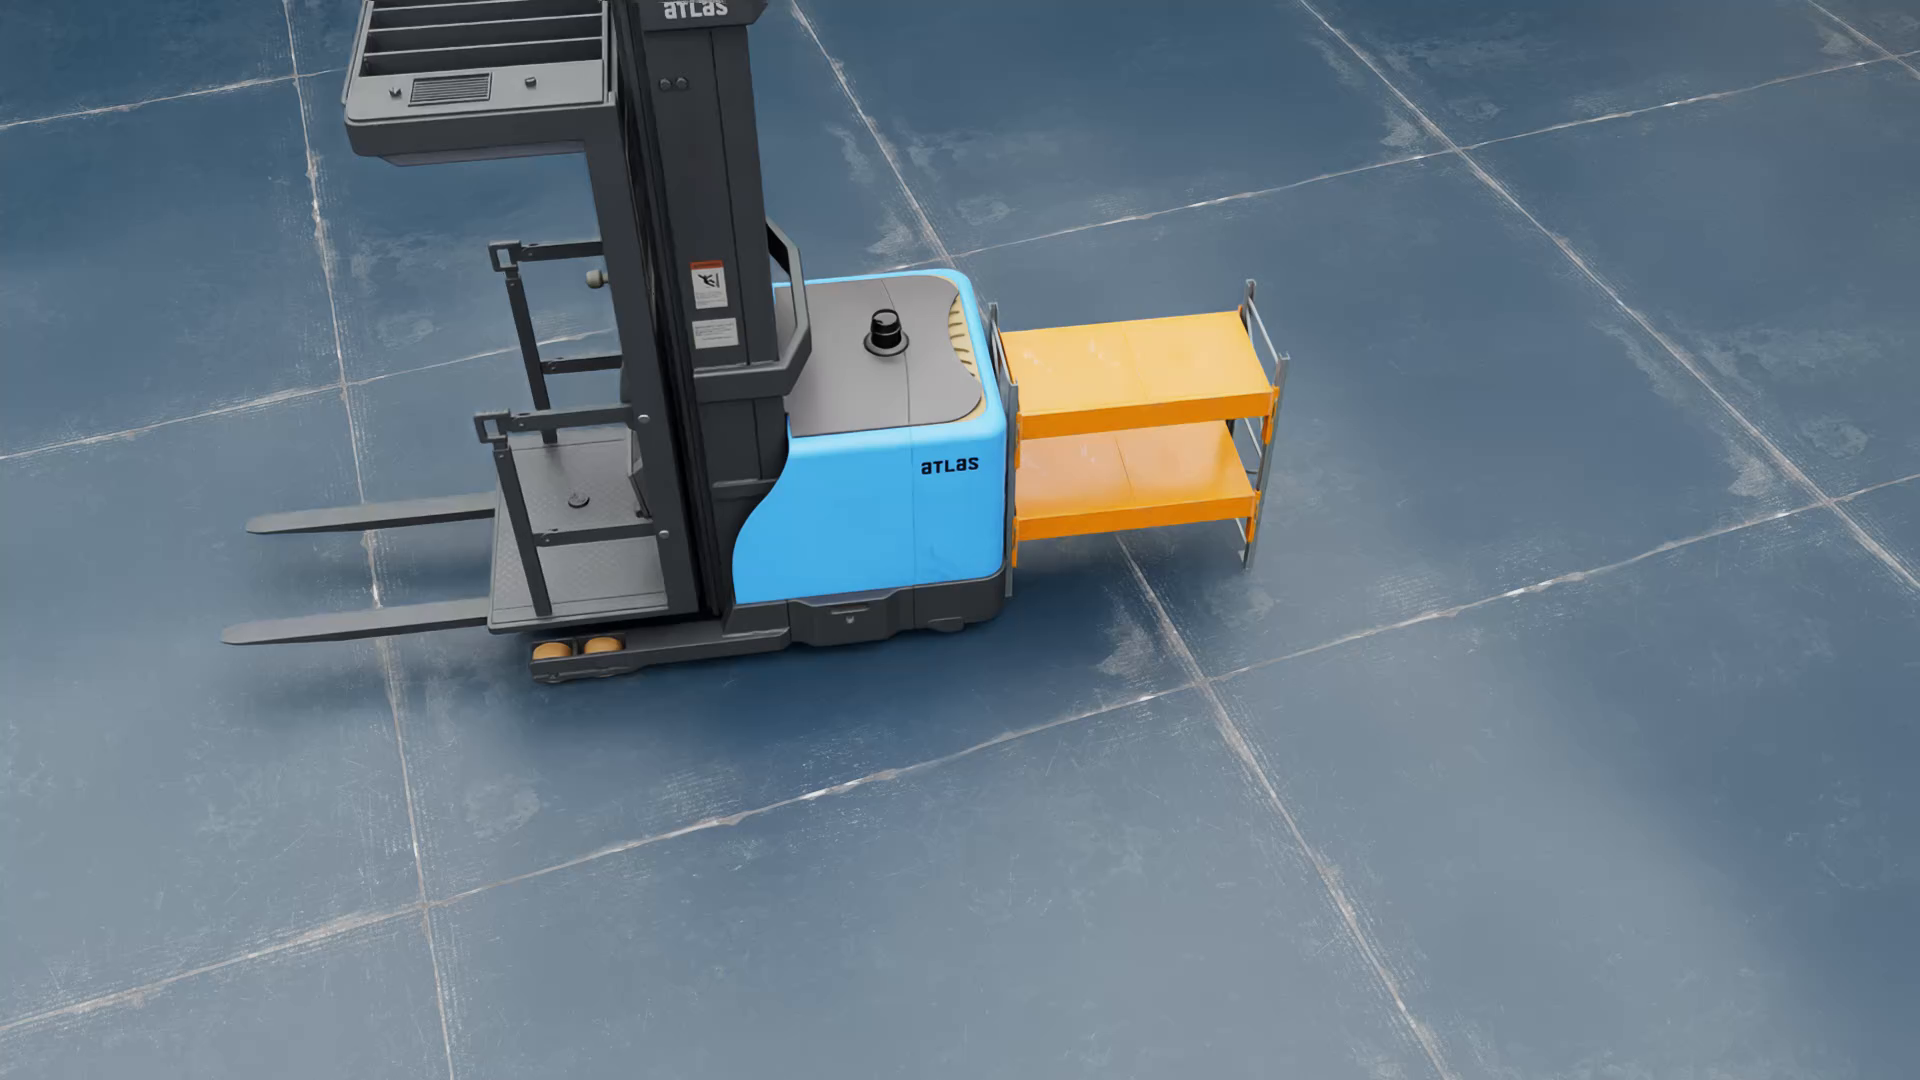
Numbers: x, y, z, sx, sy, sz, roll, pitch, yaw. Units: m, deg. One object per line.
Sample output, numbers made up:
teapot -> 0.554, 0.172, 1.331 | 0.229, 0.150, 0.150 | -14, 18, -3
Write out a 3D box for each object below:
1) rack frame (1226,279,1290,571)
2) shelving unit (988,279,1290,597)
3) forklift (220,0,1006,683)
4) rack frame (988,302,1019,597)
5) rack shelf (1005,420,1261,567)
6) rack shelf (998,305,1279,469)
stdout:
rack frame -> 1.167, -0.445, 6.709 | 0.032, 1.125, 0.500 | -6, 45, -6
shelving unit -> 0.665, -0.392, 6.656 | 1.048, 1.125, 0.538 | -6, 45, -6
forklift -> -1.380, -0.880, 5.867 | 3.031, 2.935, 1.130 | -6, 45, -6
rack frame -> 0.162, -0.339, 6.603 | 0.032, 1.125, 0.500 | -6, 45, -6
rack shelf -> 0.665, -0.220, 6.829 | 1.000, 0.278, 0.538 | -6, 45, -6
rack shelf -> 0.665, -0.599, 6.449 | 1.000, 0.278, 0.538 | -6, 45, -6
